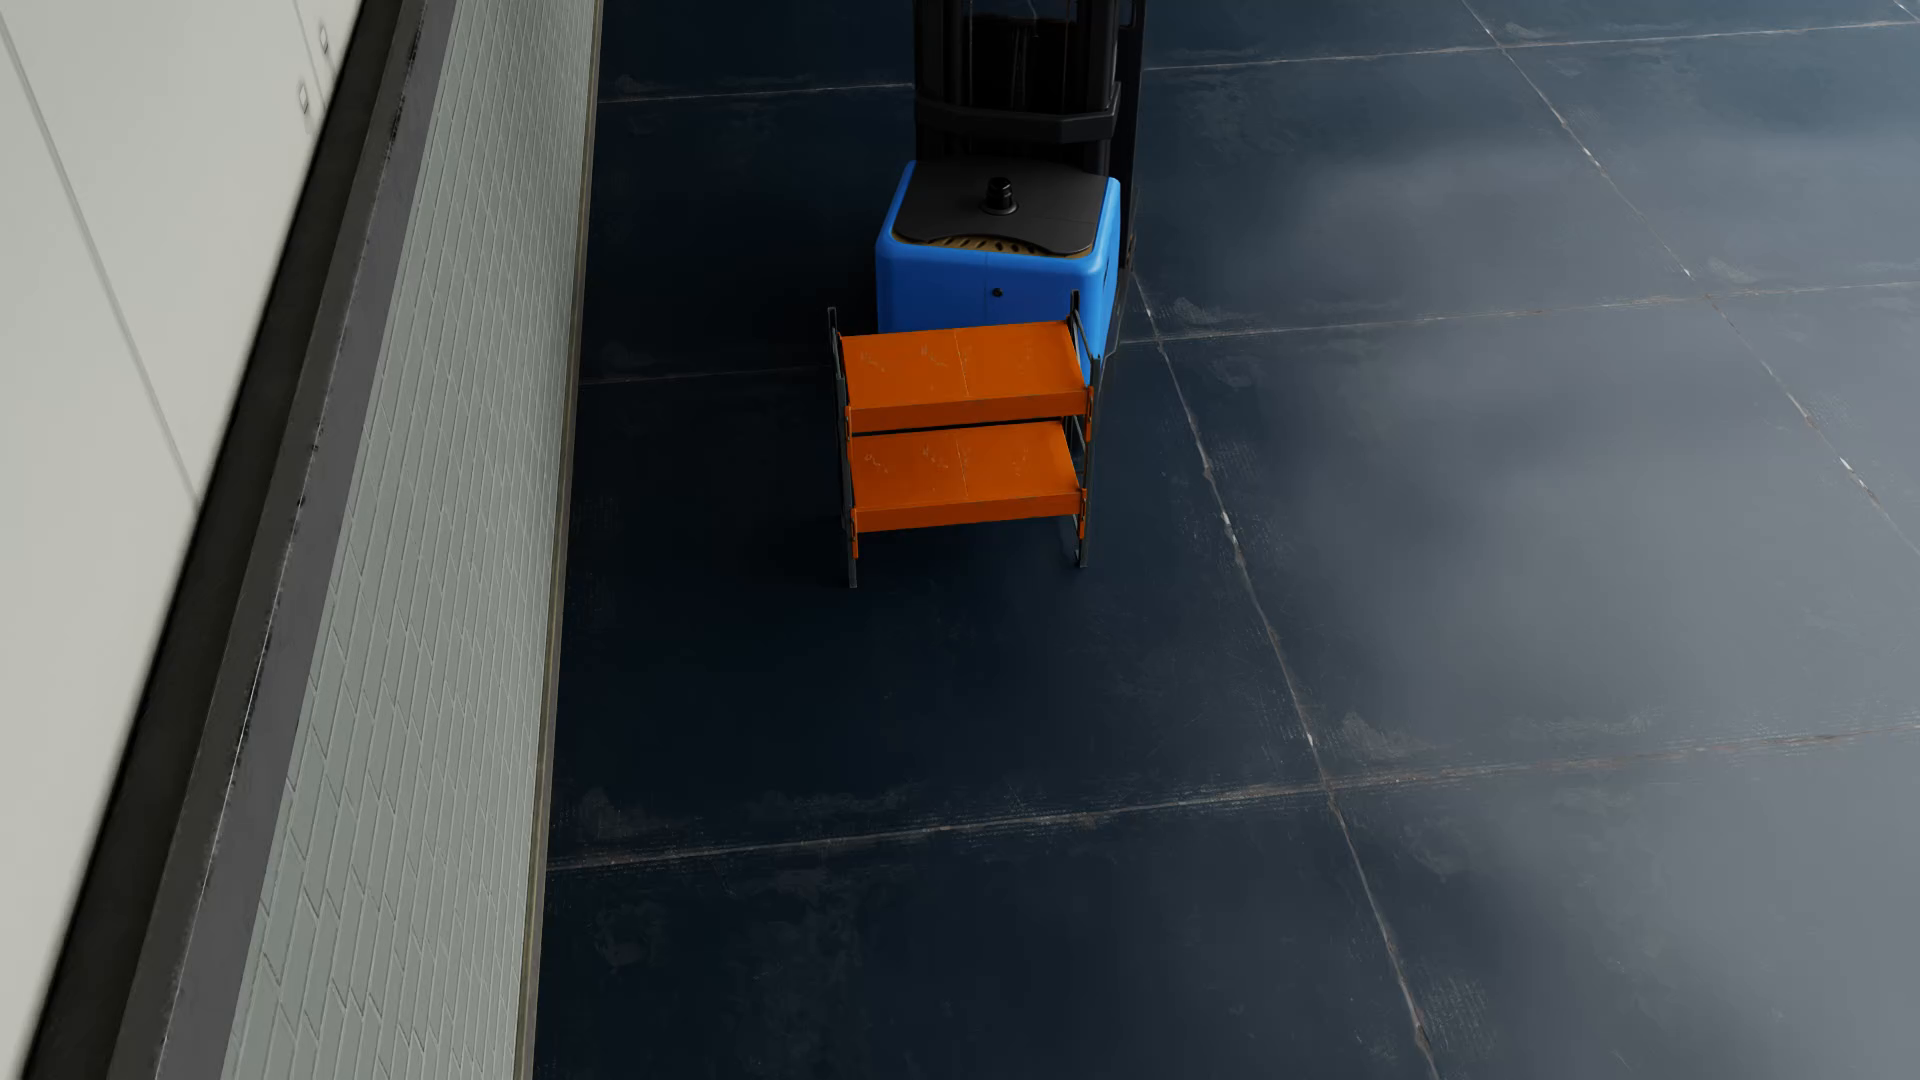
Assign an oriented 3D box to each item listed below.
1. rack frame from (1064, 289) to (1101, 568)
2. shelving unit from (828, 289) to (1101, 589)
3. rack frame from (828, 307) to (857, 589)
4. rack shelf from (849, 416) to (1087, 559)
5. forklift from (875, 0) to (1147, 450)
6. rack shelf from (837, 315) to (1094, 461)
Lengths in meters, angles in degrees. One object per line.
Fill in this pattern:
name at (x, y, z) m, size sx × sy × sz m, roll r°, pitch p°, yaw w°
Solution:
rack frame at (0.511, -0.462, 7.138) m, size 0.032 × 1.125 × 0.500 m, roll -5°, pitch 42°, yaw -6°
shelving unit at (0.007, -0.418, 7.089) m, size 1.048 × 1.125 × 0.538 m, roll -5°, pitch 42°, yaw -6°
rack frame at (-0.497, -0.374, 7.040) m, size 0.032 × 1.125 × 0.500 m, roll -5°, pitch 42°, yaw -6°
rack shelf at (0.007, -0.237, 7.253) m, size 1.000 × 0.278 × 0.538 m, roll -5°, pitch 42°, yaw -6°
forklift at (0.366, -2.505, 8.054) m, size 1.130 × 2.935 × 3.031 m, roll 7°, pitch 42°, yaw 7°
rack shelf at (0.007, -0.636, 6.893) m, size 1.000 × 0.278 × 0.538 m, roll -5°, pitch 42°, yaw -6°
